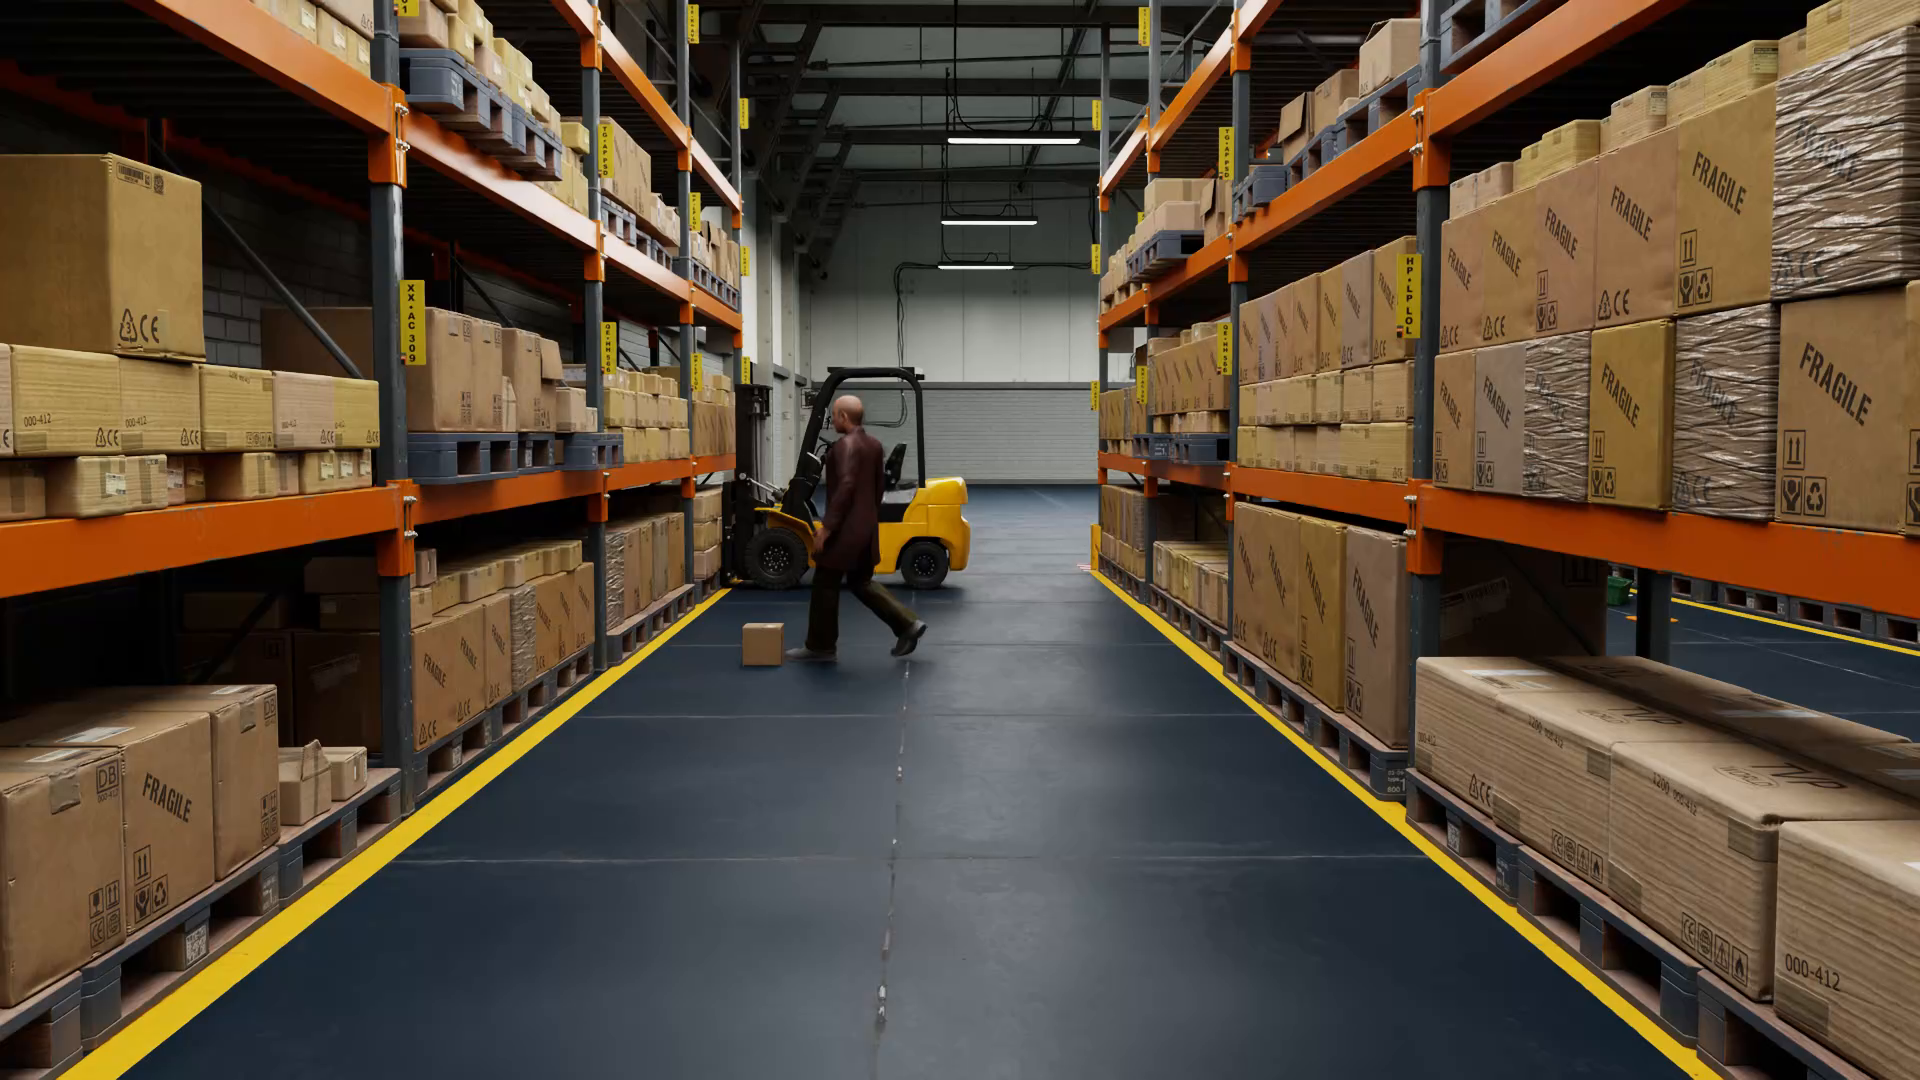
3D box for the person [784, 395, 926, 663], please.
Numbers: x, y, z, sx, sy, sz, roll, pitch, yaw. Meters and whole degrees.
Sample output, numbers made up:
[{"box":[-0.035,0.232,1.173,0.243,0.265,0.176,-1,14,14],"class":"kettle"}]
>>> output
[{"box":[-0.721,-0.061,10.863,0.942,1.764,0.714,1,4,21],"class":"person"}]
